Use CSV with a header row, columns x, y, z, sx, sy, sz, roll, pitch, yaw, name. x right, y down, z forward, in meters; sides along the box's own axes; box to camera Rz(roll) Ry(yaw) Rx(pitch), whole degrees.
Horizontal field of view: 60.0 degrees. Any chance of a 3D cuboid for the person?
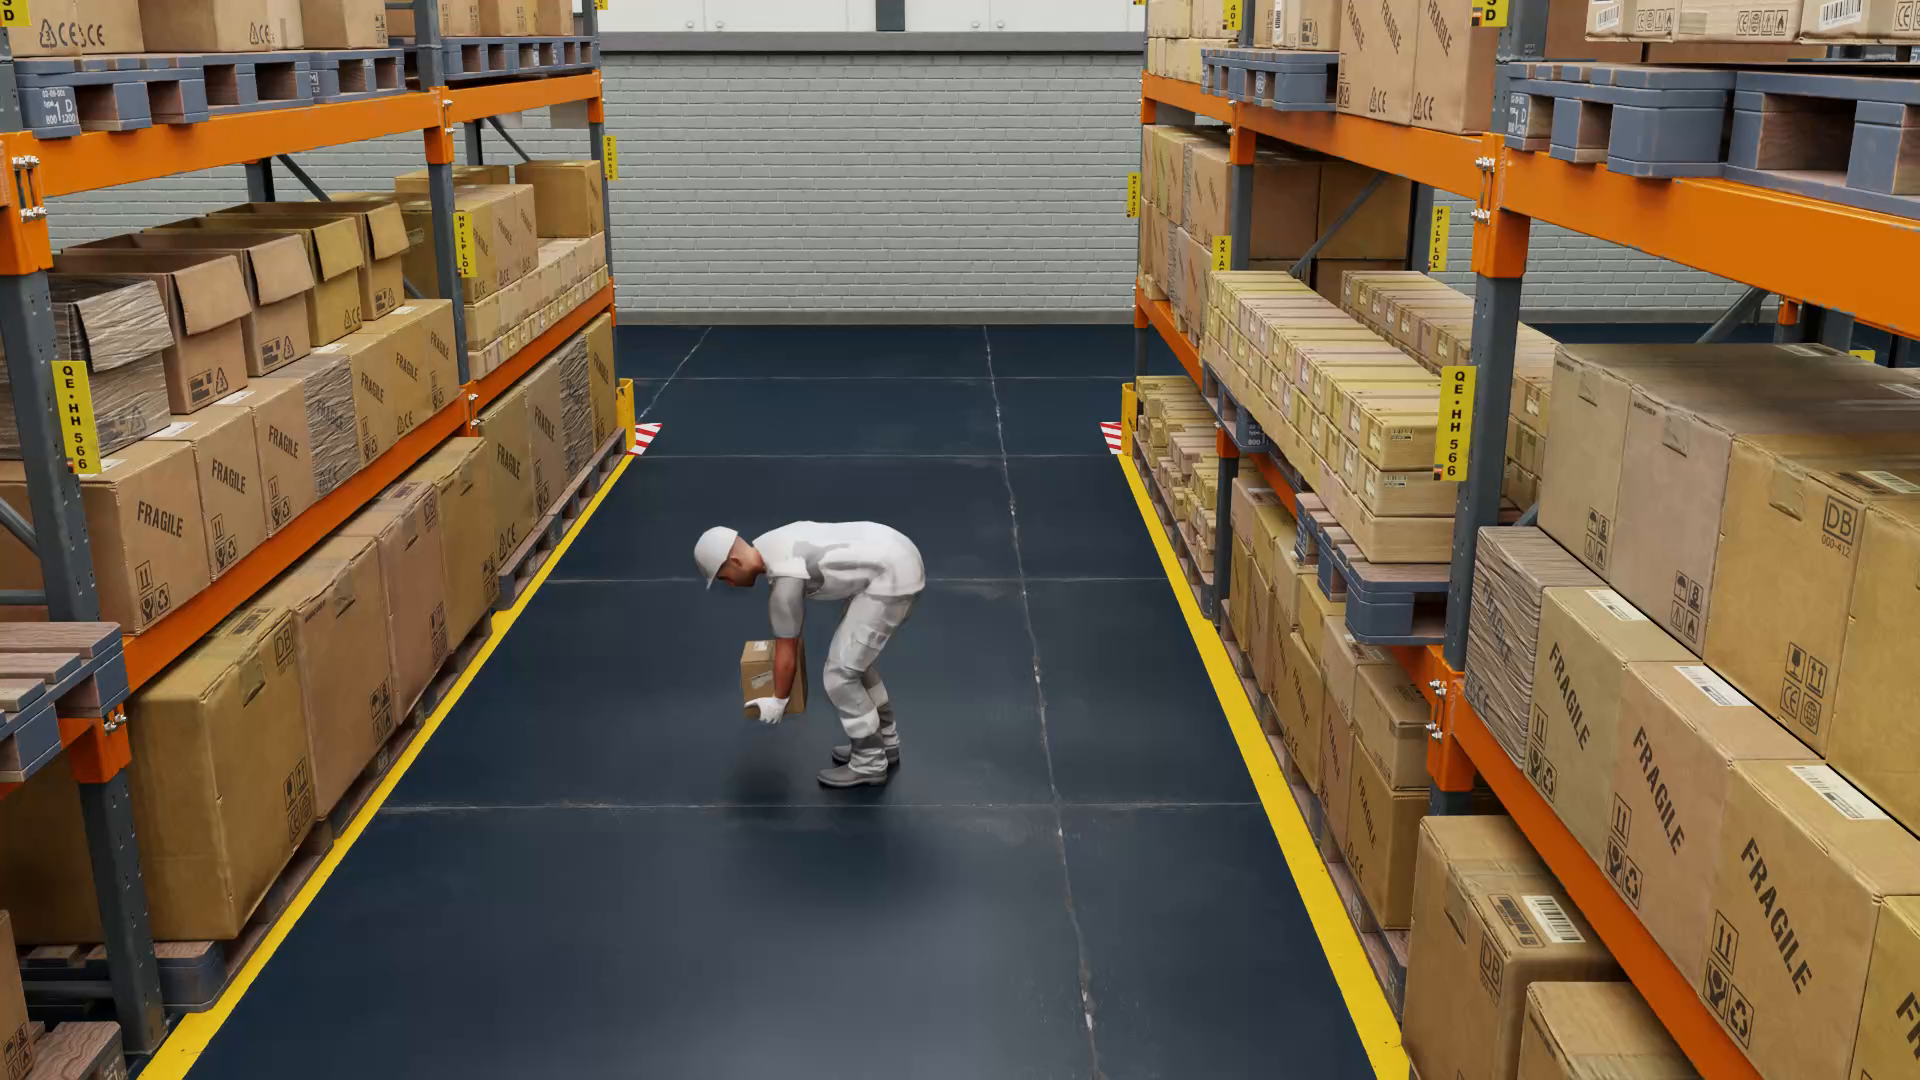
x,y,z,sx,sy,sz,roll,pitch,yaw,name
-0.625,0.473,7.073,0.962,1.130,0.490,-1,17,-3,person
